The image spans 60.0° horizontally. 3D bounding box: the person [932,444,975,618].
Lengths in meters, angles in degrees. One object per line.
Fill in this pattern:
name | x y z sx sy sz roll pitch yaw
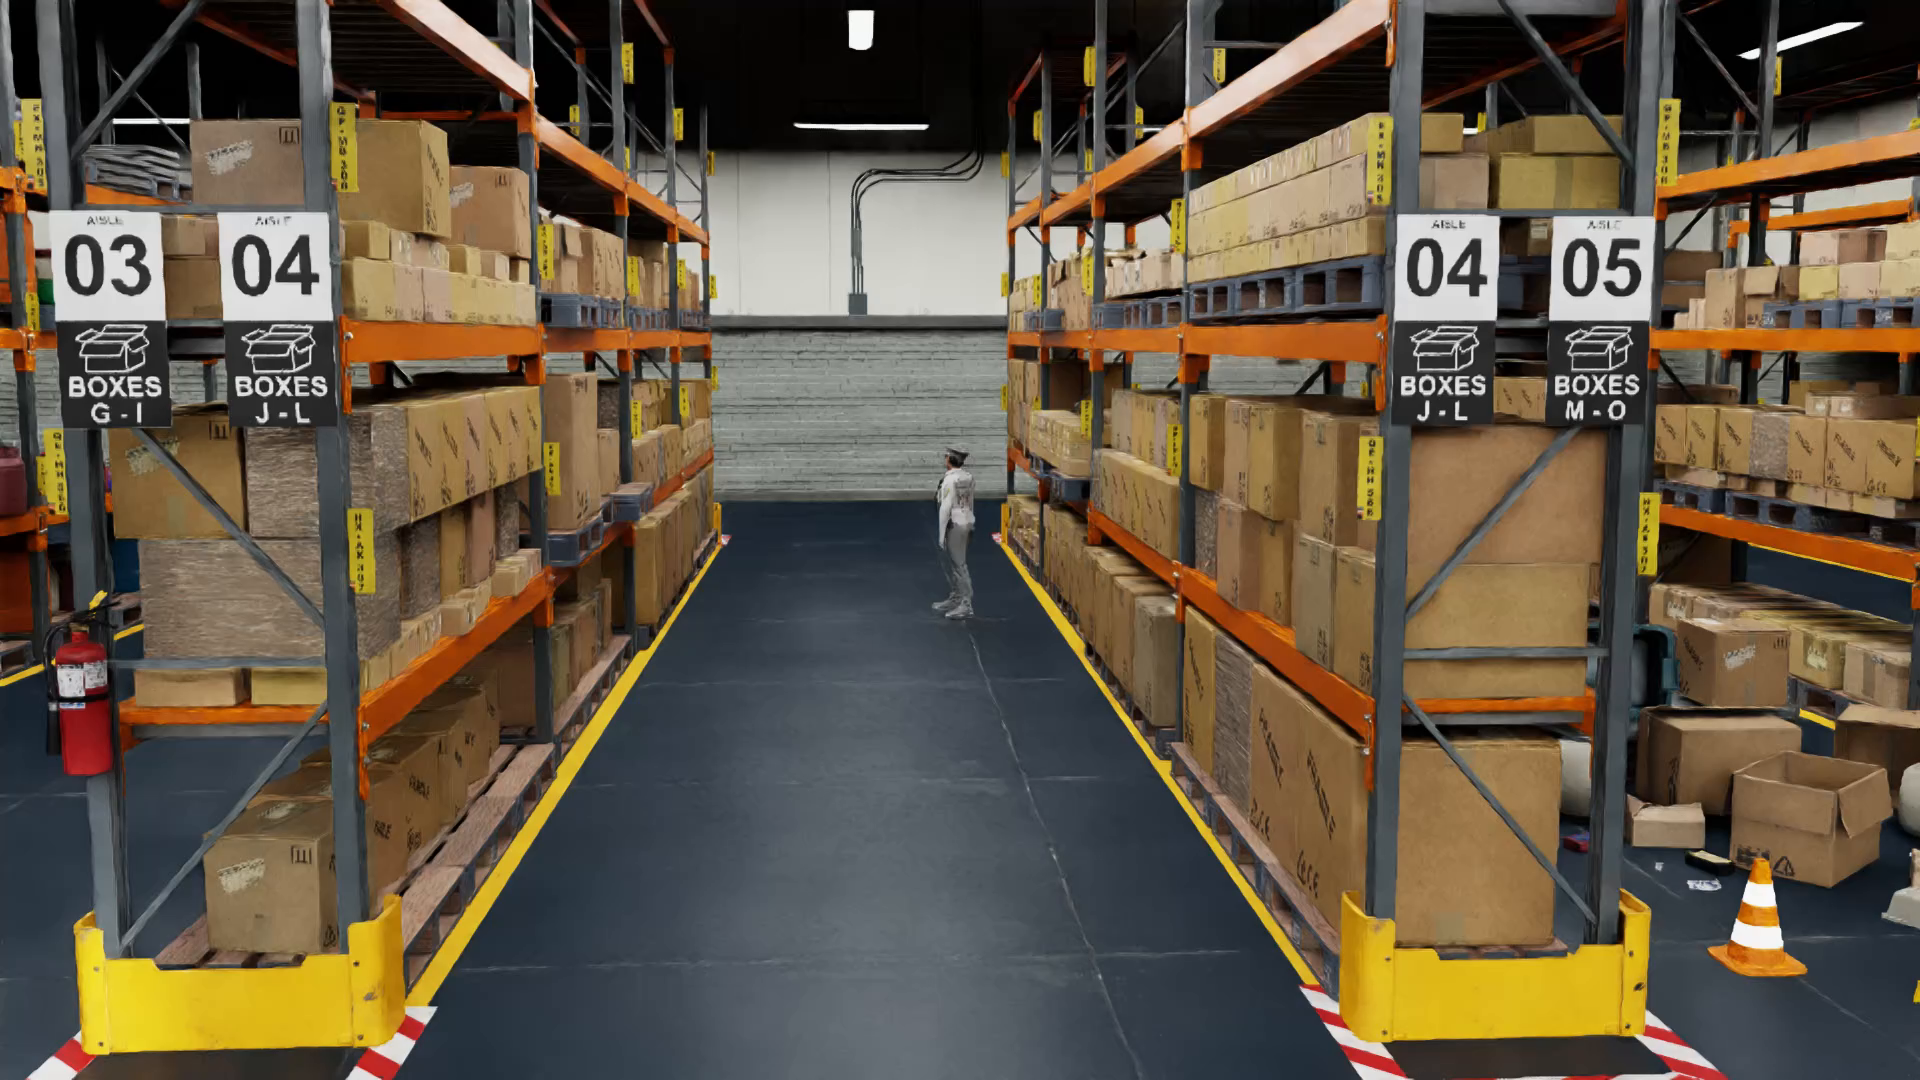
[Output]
person | -0.069 -0.102 16.341 0.534 1.673 0.569 3 8 24
